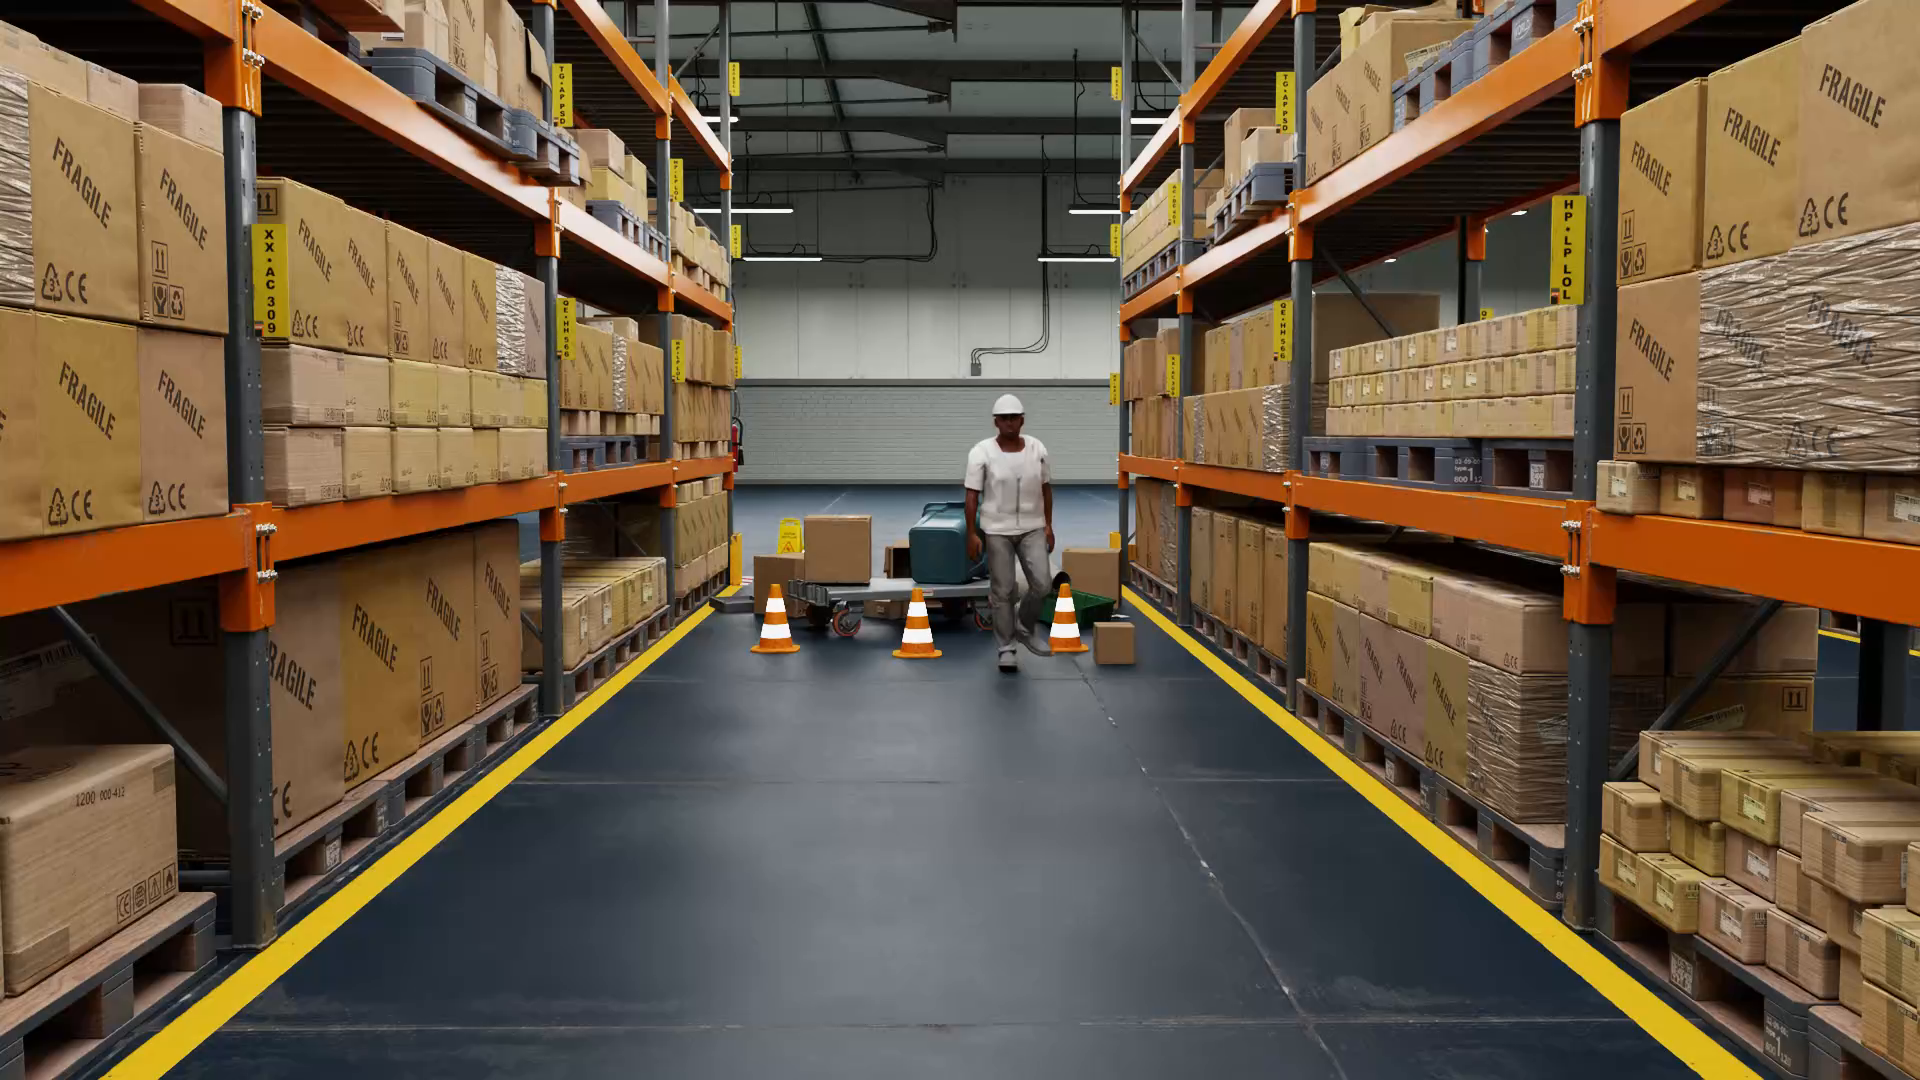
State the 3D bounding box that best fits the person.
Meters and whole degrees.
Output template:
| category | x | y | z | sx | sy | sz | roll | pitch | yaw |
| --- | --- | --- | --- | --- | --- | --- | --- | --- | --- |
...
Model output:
| category | x | y | z | sx | sy | sz | roll | pitch | yaw |
| --- | --- | --- | --- | --- | --- | --- | --- | --- | --- |
| person | 0.331 | -0.052 | 10.665 | 0.616 | 1.754 | 0.495 | -1 | 4 | -11 |
